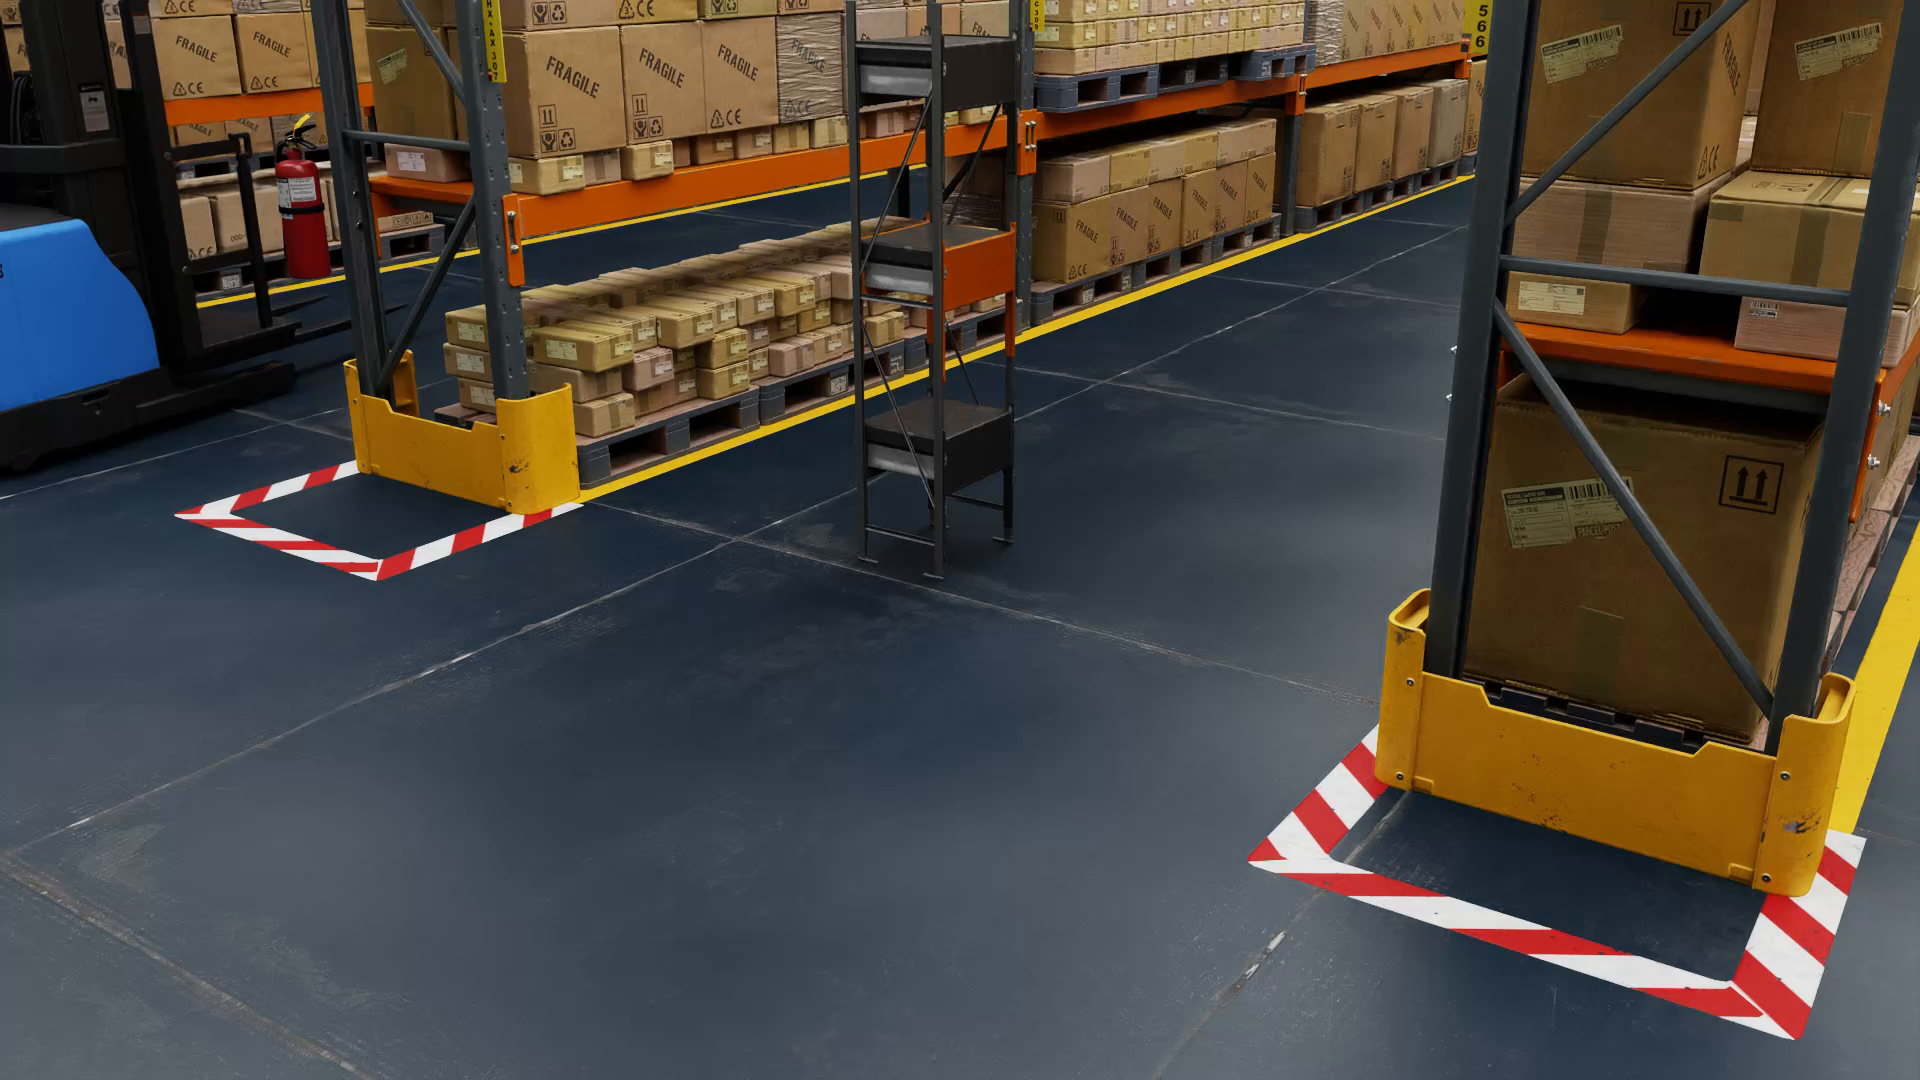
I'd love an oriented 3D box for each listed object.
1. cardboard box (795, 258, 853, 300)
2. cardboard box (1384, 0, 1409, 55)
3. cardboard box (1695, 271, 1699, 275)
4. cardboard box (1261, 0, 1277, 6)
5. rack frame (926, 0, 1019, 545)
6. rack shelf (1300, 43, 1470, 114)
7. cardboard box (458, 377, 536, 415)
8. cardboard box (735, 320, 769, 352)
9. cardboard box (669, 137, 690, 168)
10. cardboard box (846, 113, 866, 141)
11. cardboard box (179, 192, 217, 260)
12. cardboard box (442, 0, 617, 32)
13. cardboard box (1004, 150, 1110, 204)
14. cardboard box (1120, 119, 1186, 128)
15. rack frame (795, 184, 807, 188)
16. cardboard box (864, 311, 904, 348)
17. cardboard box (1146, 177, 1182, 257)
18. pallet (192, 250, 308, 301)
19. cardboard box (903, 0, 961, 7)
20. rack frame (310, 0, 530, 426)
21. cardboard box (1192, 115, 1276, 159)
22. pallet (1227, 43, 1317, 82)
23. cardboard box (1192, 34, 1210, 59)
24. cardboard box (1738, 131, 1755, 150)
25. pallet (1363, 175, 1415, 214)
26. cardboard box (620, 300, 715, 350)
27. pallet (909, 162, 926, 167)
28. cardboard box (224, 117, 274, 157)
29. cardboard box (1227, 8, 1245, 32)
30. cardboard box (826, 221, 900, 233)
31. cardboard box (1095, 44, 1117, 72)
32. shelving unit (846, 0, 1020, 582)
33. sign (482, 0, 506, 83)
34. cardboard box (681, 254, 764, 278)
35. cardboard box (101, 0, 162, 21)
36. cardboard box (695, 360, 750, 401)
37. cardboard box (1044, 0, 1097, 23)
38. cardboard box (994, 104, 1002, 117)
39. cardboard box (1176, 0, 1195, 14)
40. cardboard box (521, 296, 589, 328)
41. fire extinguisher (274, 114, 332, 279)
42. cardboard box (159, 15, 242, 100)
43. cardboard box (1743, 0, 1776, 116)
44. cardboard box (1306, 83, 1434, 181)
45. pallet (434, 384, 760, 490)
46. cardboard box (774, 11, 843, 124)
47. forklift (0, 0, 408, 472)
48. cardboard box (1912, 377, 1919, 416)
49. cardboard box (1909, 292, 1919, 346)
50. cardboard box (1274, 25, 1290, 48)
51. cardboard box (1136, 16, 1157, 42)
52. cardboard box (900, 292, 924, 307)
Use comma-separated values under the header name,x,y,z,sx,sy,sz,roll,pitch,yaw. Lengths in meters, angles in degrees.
name,x,y,z,sx,sy,sz,roll,pitch,yaw
cardboard box,-0.668,-1.389,8.844,0.380,0.149,0.250,12,24,30
cardboard box,3.563,-4.496,14.452,0.500,0.500,0.500,13,24,31
cardboard box,2.142,-0.915,5.277,0.380,0.149,0.250,14,24,33
cardboard box,2.051,-3.921,11.941,0.380,0.149,0.250,14,25,33
rack frame,0.044,-1.007,6.462,0.400,2.100,0.015,13,24,32
rack shelf,3.362,-4.176,14.768,1.077,0.370,4.000,13,24,32
cardboard box,-2.136,-0.696,7.826,0.380,0.149,0.250,14,24,33
cardboard box,-1.183,-1.046,8.344,0.380,0.149,0.250,12,23,29
cardboard box,-1.470,-1.804,7.681,0.380,0.149,0.250,15,25,34
cardboard box,-0.713,-2.171,8.672,0.380,0.149,0.250,13,24,31
cardboard box,-5.614,-2.049,11.068,0.875,0.438,0.875,14,25,33
cardboard box,-1.788,-2.377,6.852,0.500,0.500,0.500,13,24,31
cardboard box,0.623,-2.329,10.654,0.500,0.250,0.500,12,23,29
cardboard box,1.365,-3.020,12.522,0.500,0.250,0.500,13,24,31
rack frame,-1.913,-4.876,15.623,1.000,3.000,0.127,13,24,32
cardboard box,-0.531,-1.176,9.124,0.380,0.149,0.250,13,24,32
cardboard box,1.203,-2.282,11.608,0.500,0.500,0.500,14,24,33
pallet,-5.339,-1.866,11.505,1.003,0.211,1.213,13,24,32
cardboard box,-0.338,-3.110,8.836,0.500,0.500,0.500,12,24,30
rack frame,-2.259,-1.644,6.886,1.000,3.000,0.127,13,24,32
cardboard box,2.070,-3.069,12.654,0.500,0.250,0.500,13,24,31
pallet,1.925,-3.624,12.516,1.213,0.211,1.003,13,24,32
cardboard box,1.465,-3.342,11.232,0.380,0.149,0.250,12,23,29
cardboard box,2.410,-1.199,5.471,0.500,0.250,0.500,12,24,30
pallet,3.430,-3.192,15.090,1.003,0.211,1.213,13,24,32
cardboard box,-1.381,-1.017,7.837,0.380,0.149,0.250,13,24,32
pallet,-0.786,-4.141,17.655,1.003,0.211,1.213,13,24,32
cardboard box,-7.236,-4.112,16.555,0.500,0.500,0.500,12,24,30
cardboard box,1.759,-3.632,11.589,0.380,0.149,0.250,13,24,31
cardboard box,-0.580,-1.805,9.967,0.380,0.149,0.250,15,25,34
cardboard box,0.742,-2.975,10.241,0.380,0.149,0.250,14,24,33
shelving unit,-0.093,-0.937,6.272,0.431,2.100,0.503,13,24,32
sign,-1.811,-1.944,6.450,0.100,0.325,0.005,13,24,32
cardboard box,-1.276,-1.429,8.951,0.380,0.149,0.250,13,24,32
cardboard box,-5.337,-3.477,10.257,0.500,0.500,0.500,13,24,31
cardboard box,-1.253,-0.808,8.129,0.380,0.149,0.250,14,24,32
cardboard box,0.591,-3.173,9.920,0.380,0.149,0.250,15,25,35
cardboard box,0.022,-2.546,9.688,0.380,0.149,0.250,13,24,31
cardboard box,1.317,-3.545,10.923,0.380,0.149,0.250,14,25,34
cardboard box,-1.983,-1.045,7.914,0.380,0.149,0.250,14,24,33
fire extinguisher,-2.783,-1.451,7.012,0.296,0.674,0.183,13,24,32
cardboard box,-5.073,-3.149,10.811,0.500,0.500,0.500,14,25,34
cardboard box,2.982,-1.839,6.119,0.500,0.500,0.500,12,24,30
cardboard box,3.666,-3.757,15.237,1.050,0.750,0.750,13,24,32
pallet,-1.731,-0.584,8.041,1.003,0.211,1.213,13,24,32
cardboard box,-0.932,-2.350,8.220,0.500,0.500,0.500,13,24,30
forklift,-4.211,-2.144,8.337,1.130,2.935,3.031,9,22,22
cardboard box,4.378,-1.184,8.098,1.225,0.875,0.875,13,24,32
cardboard box,2.401,-0.642,4.538,0.380,0.149,0.250,13,24,31
cardboard box,2.199,-3.717,12.246,0.380,0.149,0.250,13,24,32
cardboard box,1.025,-3.257,10.576,0.380,0.149,0.250,12,24,30
cardboard box,-0.425,-1.426,9.371,0.380,0.149,0.250,14,24,32
